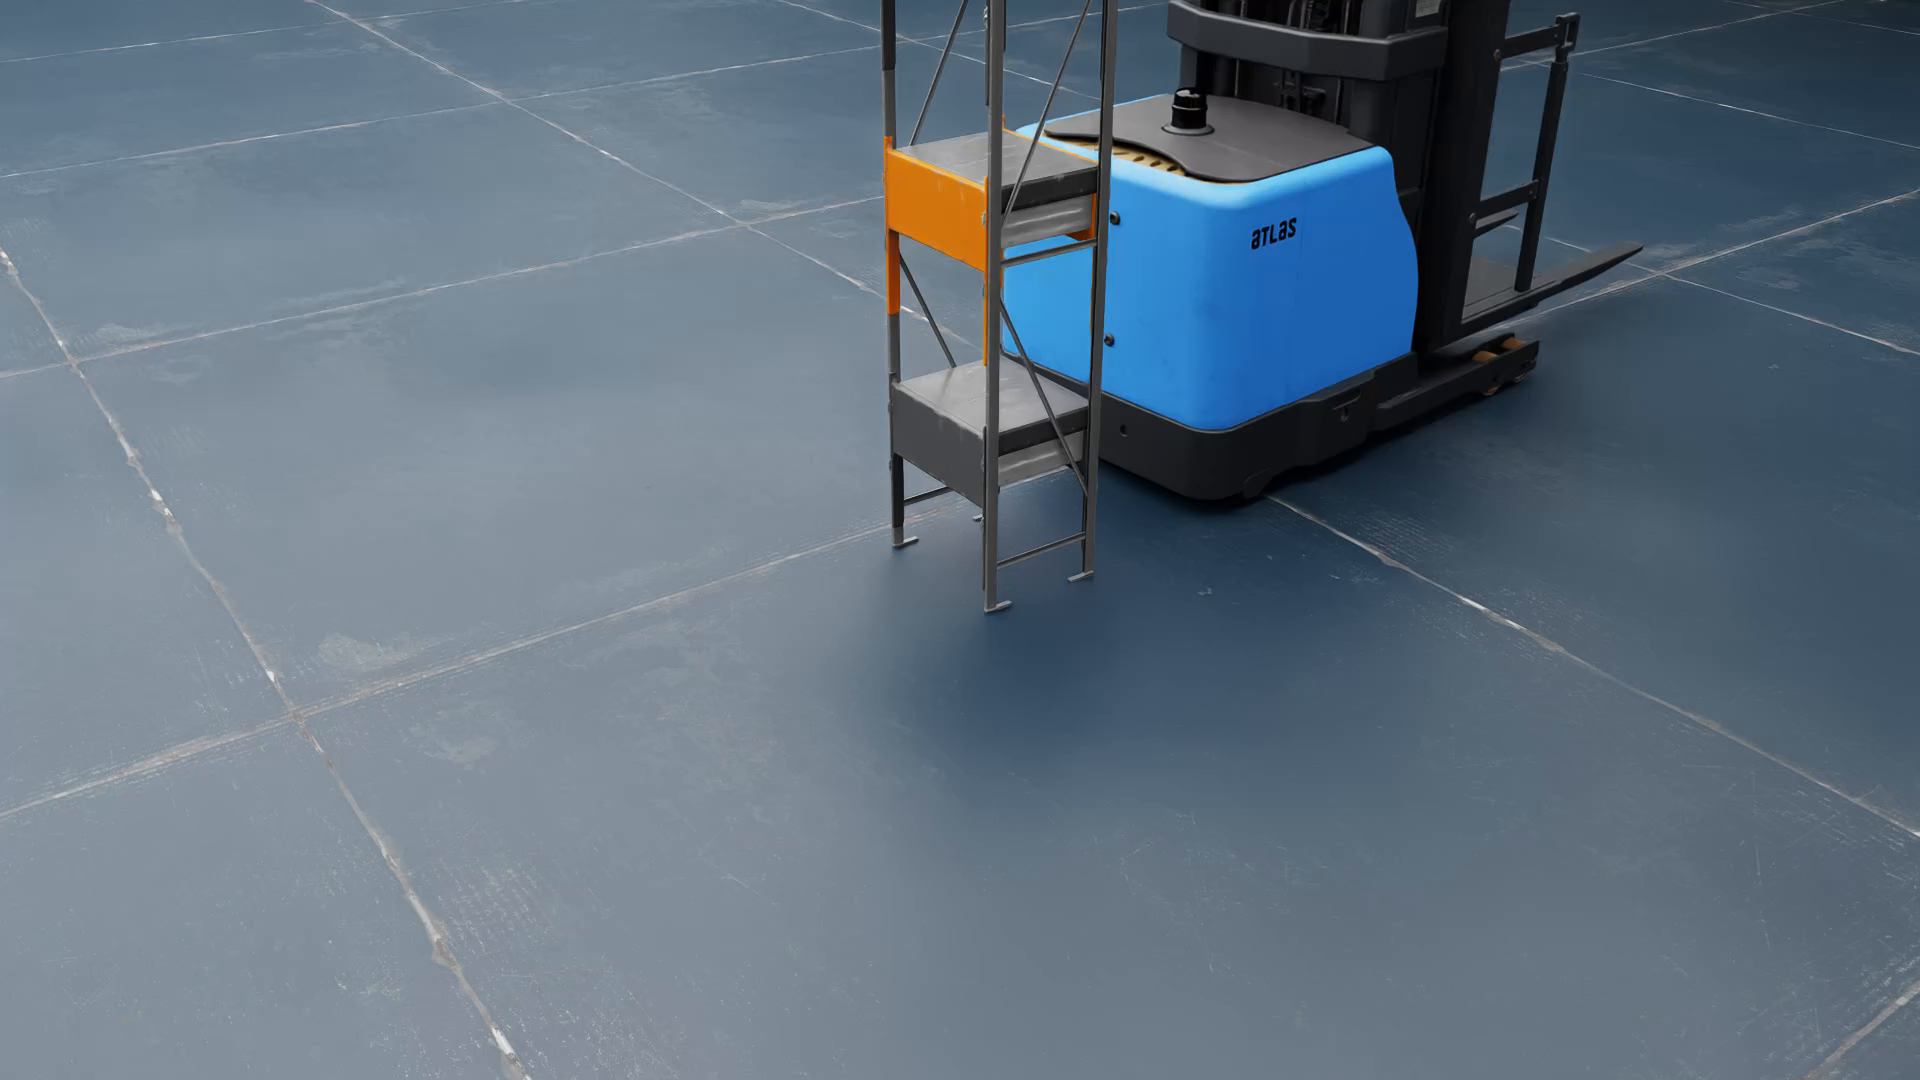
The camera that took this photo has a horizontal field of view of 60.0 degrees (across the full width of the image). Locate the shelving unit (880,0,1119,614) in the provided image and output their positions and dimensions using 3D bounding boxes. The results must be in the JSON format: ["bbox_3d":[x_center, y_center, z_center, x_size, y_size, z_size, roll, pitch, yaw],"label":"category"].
[{"bbox_3d":[0.096,-0.858,4.630,0.431,2.100,0.503,-19,34,-31],"label":"shelving unit"}]

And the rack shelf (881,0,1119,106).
[{"bbox_3d":[0.096,-1.461,4.303,0.431,0.518,0.480,-19,34,-31],"label":"rack shelf"}]

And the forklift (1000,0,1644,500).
[{"bbox_3d":[1.574,-1.997,5.856,3.031,2.935,1.130,-23,36,-36],"label":"forklift"}]

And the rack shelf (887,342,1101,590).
[{"bbox_3d":[0.096,-0.231,4.971,0.431,0.518,0.480,-19,34,-31],"label":"rack shelf"}]

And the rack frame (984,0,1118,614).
[{"bbox_3d":[0.238,-0.763,4.456,0.400,2.100,0.015,-19,34,-31],"label":"rack frame"}]

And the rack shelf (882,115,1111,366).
[{"bbox_3d":[0.096,-0.846,4.637,0.431,0.518,0.480,-19,34,-31],"label":"rack shelf"}]

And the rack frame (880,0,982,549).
[{"bbox_3d":[-0.046,-0.953,4.805,0.400,2.100,0.015,-19,34,-31],"label":"rack frame"}]
